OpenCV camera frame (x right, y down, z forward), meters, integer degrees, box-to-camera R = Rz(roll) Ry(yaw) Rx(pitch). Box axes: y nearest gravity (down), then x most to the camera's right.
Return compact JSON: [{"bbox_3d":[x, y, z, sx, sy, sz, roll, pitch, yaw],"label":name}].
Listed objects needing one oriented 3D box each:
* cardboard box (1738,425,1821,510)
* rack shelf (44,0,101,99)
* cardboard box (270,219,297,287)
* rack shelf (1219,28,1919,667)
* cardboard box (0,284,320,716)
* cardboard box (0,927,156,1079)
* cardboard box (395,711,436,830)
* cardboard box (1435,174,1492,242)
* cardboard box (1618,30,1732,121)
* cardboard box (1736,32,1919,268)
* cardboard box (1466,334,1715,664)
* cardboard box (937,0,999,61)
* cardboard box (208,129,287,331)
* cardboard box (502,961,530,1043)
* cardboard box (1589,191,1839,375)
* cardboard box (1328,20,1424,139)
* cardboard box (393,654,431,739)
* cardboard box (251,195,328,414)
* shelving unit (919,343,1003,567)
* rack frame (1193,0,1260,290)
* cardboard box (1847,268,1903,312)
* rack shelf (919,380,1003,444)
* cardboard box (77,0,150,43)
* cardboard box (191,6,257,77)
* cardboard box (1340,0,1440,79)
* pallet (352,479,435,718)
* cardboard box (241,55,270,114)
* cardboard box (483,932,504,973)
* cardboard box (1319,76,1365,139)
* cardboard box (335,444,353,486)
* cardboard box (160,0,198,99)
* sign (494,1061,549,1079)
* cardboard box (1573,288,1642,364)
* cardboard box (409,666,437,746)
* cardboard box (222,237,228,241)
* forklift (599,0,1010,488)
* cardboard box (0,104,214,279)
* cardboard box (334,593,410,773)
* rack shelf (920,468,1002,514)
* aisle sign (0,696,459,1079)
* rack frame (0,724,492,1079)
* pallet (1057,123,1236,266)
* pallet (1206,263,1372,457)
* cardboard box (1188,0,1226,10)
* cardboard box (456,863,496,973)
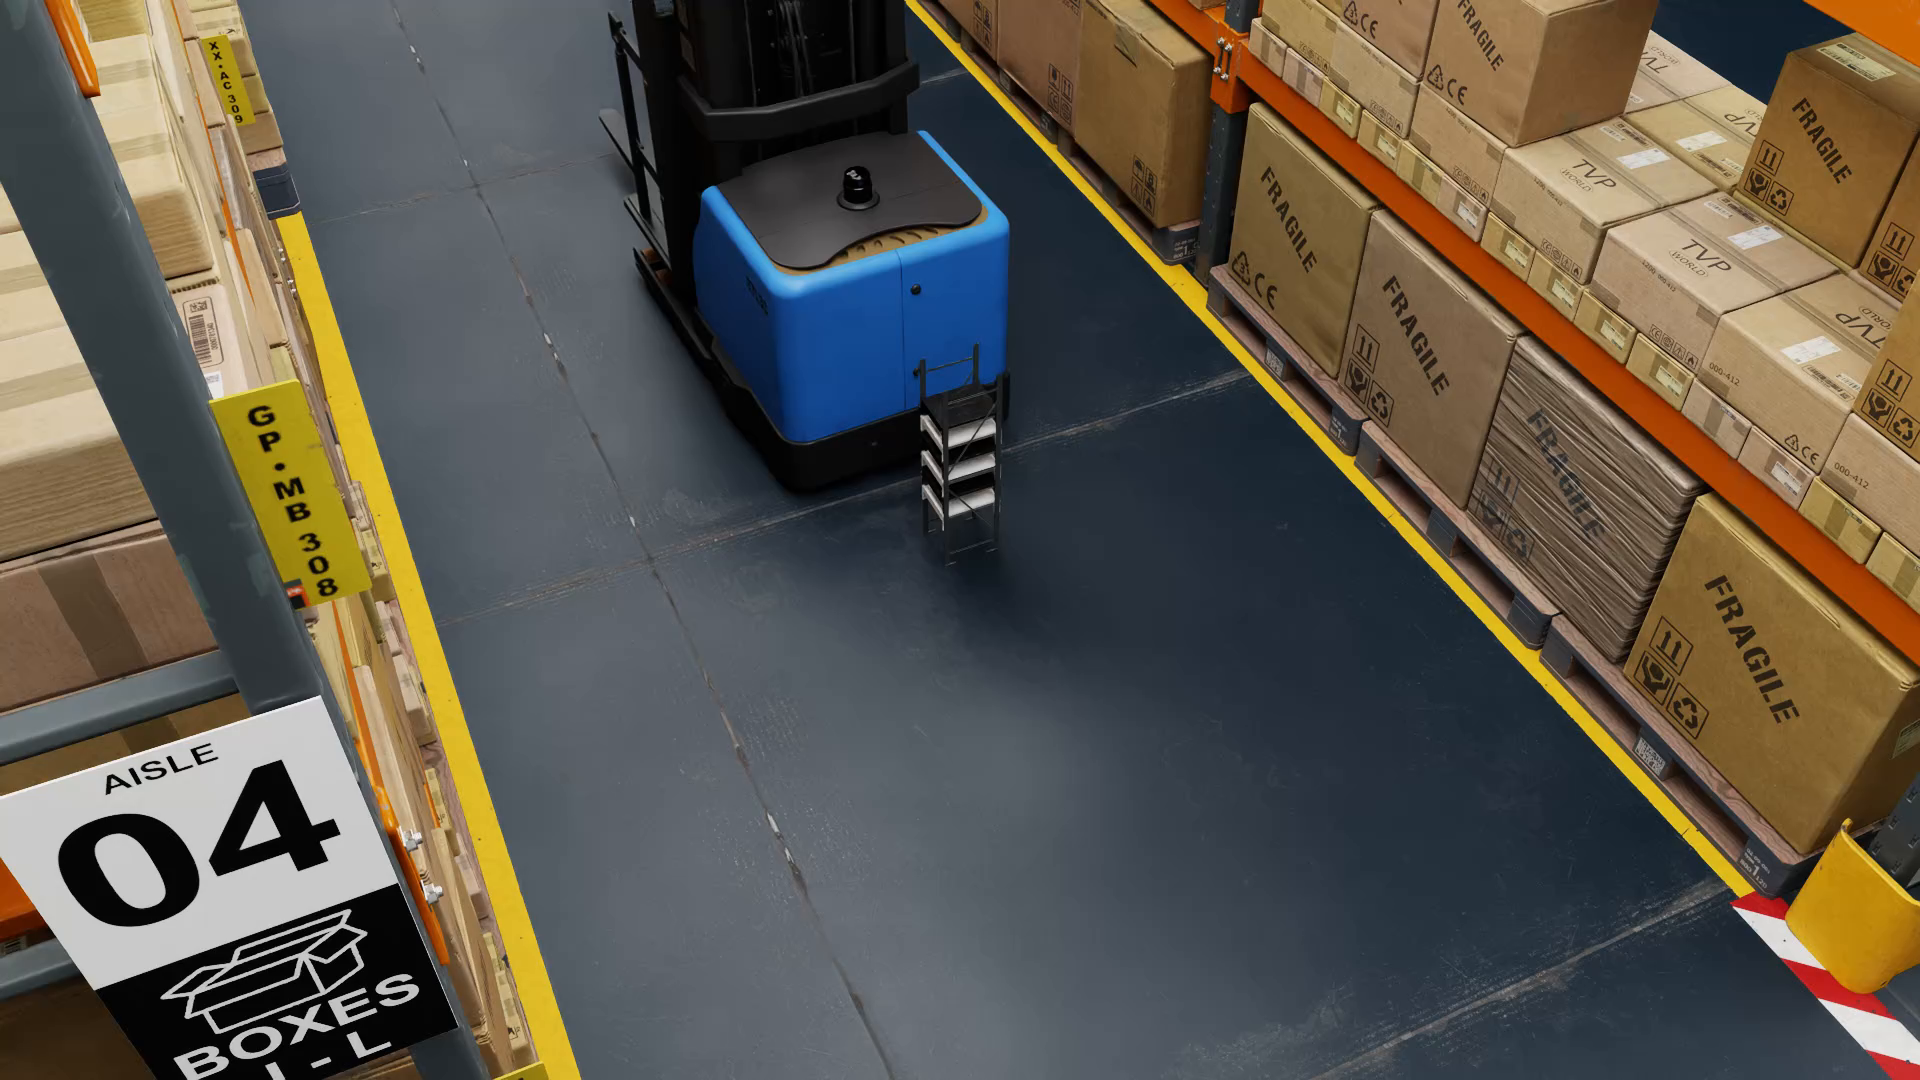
[{"bbox_3d":[2.624,-0.272,5.069,0.380,0.149,0.250,-18,47,-17],"label":"cardboard box"},{"bbox_3d":[-2.095,-1.658,2.537,1.077,0.370,4.000,-18,47,-17],"label":"rack shelf"},{"bbox_3d":[-3.230,-1.199,7.311,0.500,0.500,0.500,-16,47,-16],"label":"cardboard box"},{"bbox_3d":[2.447,-0.924,6.063,1.077,0.370,4.000,-18,47,-17],"label":"rack shelf"},{"bbox_3d":[-1.208,-0.060,2.290,0.500,0.250,0.500,-17,47,-17],"label":"cardboard box"},{"bbox_3d":[-1.673,0.780,2.829,0.500,0.500,0.500,-19,48,-18],"label":"cardboard box"},{"bbox_3d":[-1.441,0.652,3.670,0.500,0.500,0.500,-18,47,-17],"label":"cardboard box"},{"bbox_3d":[1.974,-1.252,6.062,0.380,0.149,0.250,-18,47,-17],"label":"cardboard box"},{"bbox_3d":[2.465,-1.649,6.180,0.500,0.250,0.500,-17,47,-17],"label":"cardboard box"},{"bbox_3d":[2.898,-1.257,5.250,0.500,0.500,0.500,-19,48,-18],"label":"cardboard box"},{"bbox_3d":[2.564,-0.262,6.094,0.875,0.875,0.875,-18,47,-17],"label":"cardboard box"},{"bbox_3d":[0.563,-3.380,9.254,1.225,0.875,0.875,-18,47,-17],"label":"cardboard box"},{"bbox_3d":[-2.069,-0.673,4.302,0.500,0.500,0.500,-17,47,-16],"label":"cardboard box"},{"bbox_3d":[-1.487,1.438,4.888,0.380,0.149,0.250,-17,47,-17],"label":"cardboard box"},{"bbox_3d":[2.417,-0.836,5.356,0.500,0.250,0.500,-20,48,-19],"label":"cardboard box"},{"bbox_3d":[1.771,-1.812,6.345,0.500,0.250,0.500,-18,47,-18],"label":"cardboard box"},{"bbox_3d":[-1.936,0.559,5.355,0.380,0.149,0.250,-20,48,-19],"label":"cardboard box"},{"bbox_3d":[-2.259,-0.639,4.979,0.500,0.500,0.500,-19,48,-18],"label":"cardboard box"},{"bbox_3d":[0.003,-0.315,6.429,0.258,0.900,0.210,-18,47,-17],"label":"shelving unit"},{"bbox_3d":[1.606,-2.454,7.102,1.000,3.000,0.127,-18,47,-17],"label":"rack frame"},{"bbox_3d":[3.107,-0.673,5.191,0.500,0.250,0.500,-19,48,-18],"label":"cardboard box"},{"bbox_3d":[0.003,-0.484,6.262,0.258,0.077,0.200,-18,47,-17],"label":"rack shelf"},{"bbox_3d":[-1.653,-0.959,2.918,0.380,0.149,0.250,-17,47,-16],"label":"cardboard box"},{"bbox_3d":[-2.685,-1.713,5.806,0.380,0.149,0.250,-16,47,-15],"label":"cardboard box"},{"bbox_3d":[1.776,-2.077,6.080,0.500,0.500,0.500,-18,47,-17],"label":"cardboard box"},{"bbox_3d":[-2.622,0.356,6.239,1.003,0.211,1.213,-18,47,-17],"label":"pallet"},{"bbox_3d":[-2.685,-1.607,5.911,0.380,0.149,0.250,-17,47,-17],"label":"cardboard box"},{"bbox_3d":[-1.498,1.328,4.787,0.380,0.149,0.250,-17,47,-16],"label":"cardboard box"},{"bbox_3d":[1.651,-1.743,6.560,0.380,0.149,0.250,-17,47,-16],"label":"cardboard box"},{"bbox_3d":[-2.516,-0.188,6.323,0.380,0.149,0.250,-17,47,-17],"label":"cardboard box"},{"bbox_3d":[-1.839,-1.033,3.277,0.500,0.250,0.500,-20,48,-19],"label":"cardboard box"},{"bbox_3d":[-0.762,1.027,2.957,0.100,0.325,0.005,-18,47,-17],"label":"sign"},{"bbox_3d":[2.299,-0.761,5.564,0.380,0.149,0.250,-18,47,-17],"label":"cardboard box"},{"bbox_3d":[-2.027,0.620,5.716,0.380,0.149,0.250,-18,47,-17],"label":"cardboard box"},{"bbox_3d":[-1.657,-0.542,3.135,0.500,0.250,0.500,-19,48,-19],"label":"cardboard box"},{"bbox_3d":[-0.906,-2.293,6.987,1.130,2.935,3.031,-20,48,-19],"label":"forklift"},{"bbox_3d":[-1.323,-0.475,2.427,0.380,0.149,0.250,-18,47,-17],"label":"cardboard box"},{"bbox_3d":[-1.420,0.314,3.302,0.500,0.500,0.500,-17,47,-16],"label":"cardboard box"},{"bbox_3d":[0.003,-0.227,6.515,0.258,0.077,0.200,-18,47,-17],"label":"rack shelf"},{"bbox_3d":[-0.952,0.528,2.229,0.394,0.787,0.004,-18,47,-17],"label":"aisle sign"},{"bbox_3d":[-1.255,1.495,3.099,1.000,3.000,0.127,-18,47,-17],"label":"rack frame"},{"bbox_3d":[1.213,-1.931,8.557,1.003,0.211,1.213,-18,47,-17],"label":"pallet"},{"bbox_3d":[1.855,-0.954,7.567,1.003,0.211,1.213,-18,47,-17],"label":"pallet"},{"bbox_3d":[1.162,-2.707,7.287,0.500,0.500,0.500,-18,47,-17],"label":"cardboard box"},{"bbox_3d":[-1.302,0.944,3.836,0.380,0.149,0.250,-19,48,-19],"label":"cardboard box"}]
